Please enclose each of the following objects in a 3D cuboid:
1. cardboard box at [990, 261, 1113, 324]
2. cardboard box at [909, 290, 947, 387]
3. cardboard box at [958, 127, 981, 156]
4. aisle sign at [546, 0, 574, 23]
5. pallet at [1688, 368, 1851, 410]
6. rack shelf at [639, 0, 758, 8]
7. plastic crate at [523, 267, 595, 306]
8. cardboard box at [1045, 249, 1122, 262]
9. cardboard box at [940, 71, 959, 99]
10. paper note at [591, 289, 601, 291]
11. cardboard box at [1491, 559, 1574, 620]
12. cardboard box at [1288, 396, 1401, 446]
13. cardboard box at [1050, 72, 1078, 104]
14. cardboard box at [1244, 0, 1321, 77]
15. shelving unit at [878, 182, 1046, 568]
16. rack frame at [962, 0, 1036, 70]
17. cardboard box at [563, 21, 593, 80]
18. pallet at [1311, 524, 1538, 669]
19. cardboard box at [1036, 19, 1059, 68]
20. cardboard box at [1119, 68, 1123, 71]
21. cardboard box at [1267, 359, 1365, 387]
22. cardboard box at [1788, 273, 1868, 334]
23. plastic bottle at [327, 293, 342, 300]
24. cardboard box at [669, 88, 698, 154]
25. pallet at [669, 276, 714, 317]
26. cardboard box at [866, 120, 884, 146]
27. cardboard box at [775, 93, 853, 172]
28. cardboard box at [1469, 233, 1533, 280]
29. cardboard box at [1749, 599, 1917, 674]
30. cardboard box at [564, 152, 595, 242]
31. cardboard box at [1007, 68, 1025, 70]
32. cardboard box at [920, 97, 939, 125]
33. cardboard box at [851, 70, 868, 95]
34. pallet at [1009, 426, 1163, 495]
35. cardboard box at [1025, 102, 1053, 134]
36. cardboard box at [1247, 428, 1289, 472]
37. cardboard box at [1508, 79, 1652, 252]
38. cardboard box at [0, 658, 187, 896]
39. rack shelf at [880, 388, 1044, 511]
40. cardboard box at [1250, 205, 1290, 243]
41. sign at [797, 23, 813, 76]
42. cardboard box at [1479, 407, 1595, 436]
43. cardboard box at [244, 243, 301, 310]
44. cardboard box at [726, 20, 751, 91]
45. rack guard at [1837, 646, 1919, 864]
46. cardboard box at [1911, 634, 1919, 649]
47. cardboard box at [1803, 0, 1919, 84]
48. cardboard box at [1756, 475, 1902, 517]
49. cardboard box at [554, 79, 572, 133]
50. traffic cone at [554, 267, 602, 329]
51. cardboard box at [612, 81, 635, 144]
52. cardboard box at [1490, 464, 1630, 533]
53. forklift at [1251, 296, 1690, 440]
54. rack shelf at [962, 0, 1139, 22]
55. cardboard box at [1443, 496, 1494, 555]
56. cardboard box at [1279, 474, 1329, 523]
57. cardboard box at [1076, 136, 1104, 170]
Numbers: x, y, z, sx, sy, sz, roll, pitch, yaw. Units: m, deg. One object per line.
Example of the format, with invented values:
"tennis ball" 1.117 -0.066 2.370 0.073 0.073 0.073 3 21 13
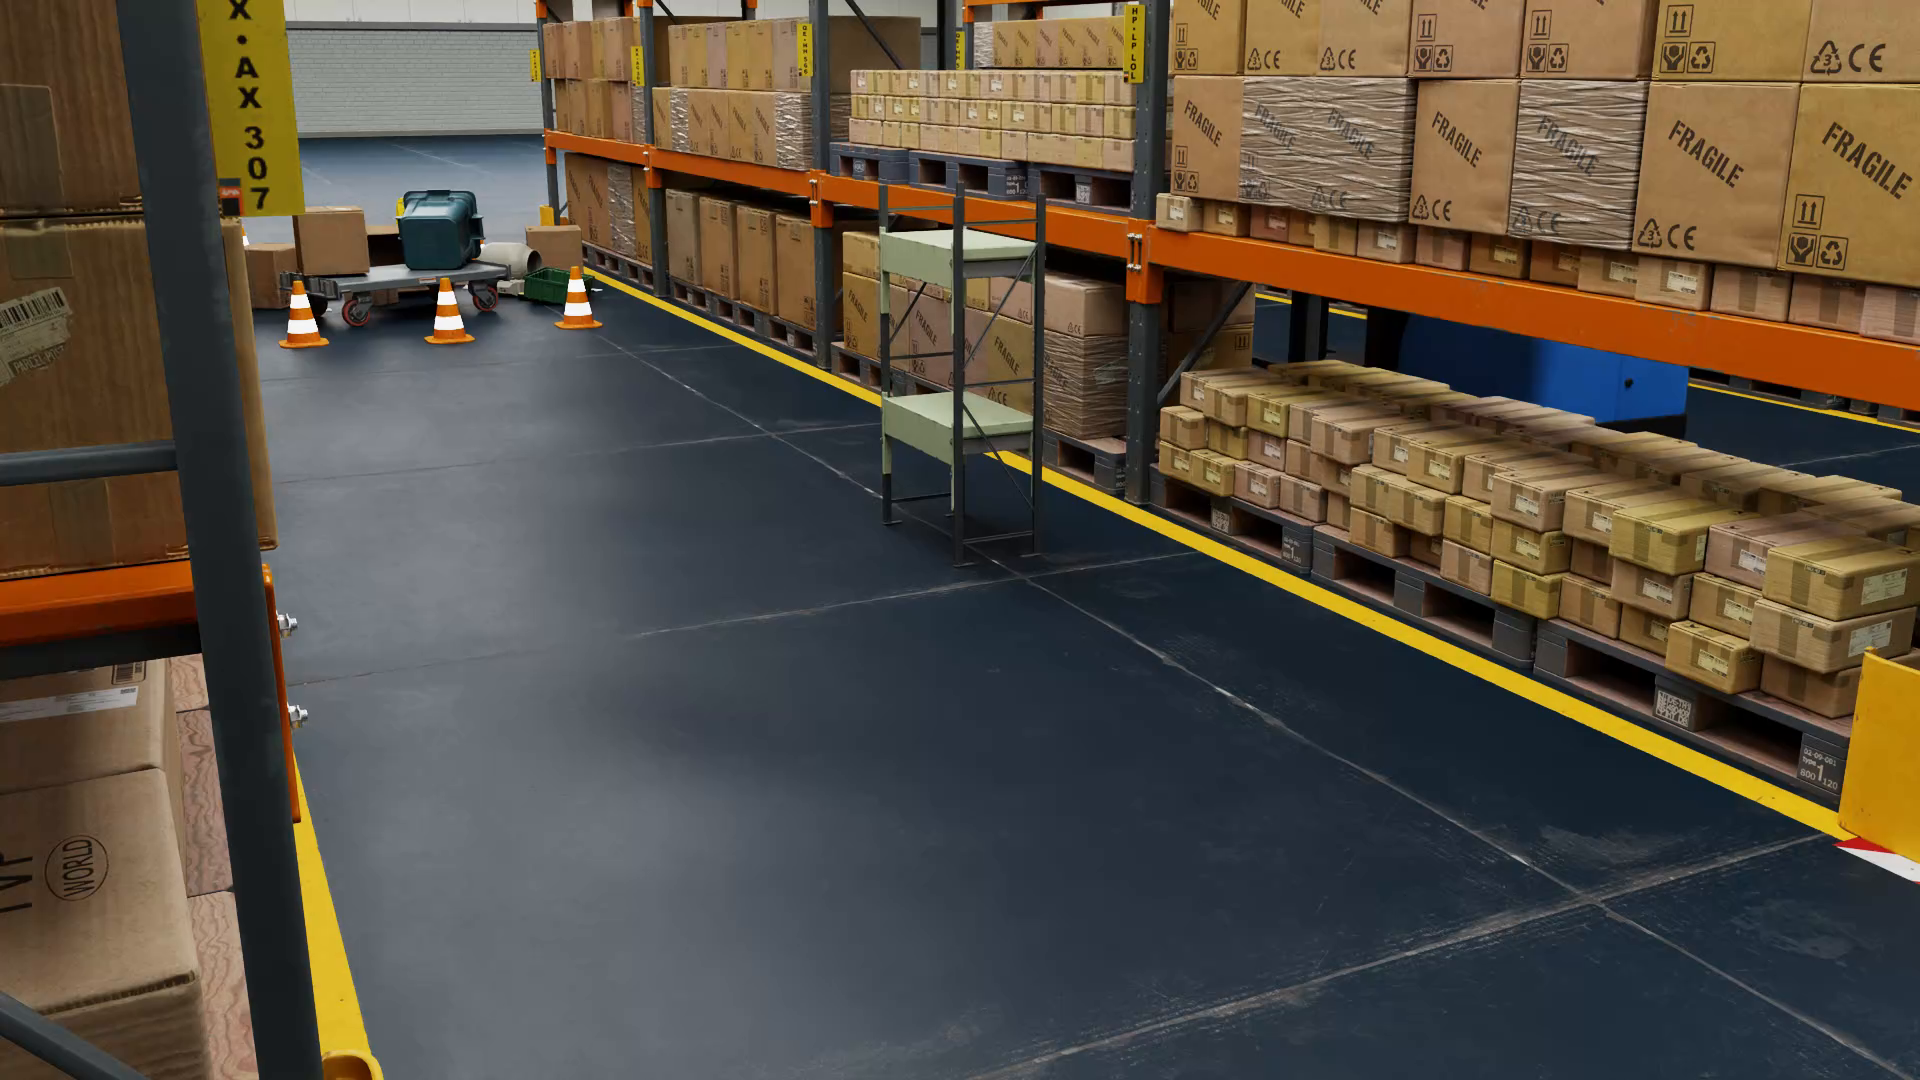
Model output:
"cardboard box" 0.488 -1.313 8.800 0.500 0.250 0.500 -7 17 -22
"cardboard box" 0.035 -1.204 9.780 0.500 0.500 0.500 -8 18 -26
"cardboard box" 0.212 -2.214 9.221 0.380 0.149 0.250 -8 18 -27
"aisle sign" -4.303 -5.876 17.575 0.394 0.787 0.004 -8 18 -25
"pallet" 5.352 -1.086 10.651 1.003 0.211 1.213 -8 18 -25
"rack shelf" -1.374 -4.253 12.500 1.077 0.370 4.000 -8 18 -25
"plastic crate" -3.504 -2.214 14.521 0.450 0.188 0.662 11 16 1
"cardboard box" 0.713 -1.504 9.465 0.500 0.250 0.500 -7 17 -23
"cardboard box" 0.108 -2.565 9.365 0.380 0.149 0.250 -7 17 -23
"paper note" -3.359 -2.283 15.151 0.142 0.020 0.147 7 17 23
"cardboard box" 2.059 0.143 5.722 0.380 0.149 0.250 -9 18 -27
"cardboard box" 1.576 -0.482 6.822 0.380 0.149 0.250 -8 18 -26
"cardboard box" 0.673 -2.243 8.245 0.380 0.149 0.250 -8 18 -27
"cardboard box" 1.474 -2.073 6.503 0.500 0.500 0.500 -8 18 -27
"shelving unit" -0.003 -0.723 7.050 0.431 1.500 0.755 -8 18 -25
"rack frame" 0.500 -5.219 20.000 1.000 3.000 0.127 -8 18 -25
"cardboard box" -3.428 -4.859 16.514 0.875 0.550 0.550 -8 18 -25
"pallet" 2.119 0.136 6.393 1.003 0.211 1.213 -8 18 -25
"cardboard box" 1.154 -5.350 17.921 0.500 0.500 0.500 -8 18 -25
"cardboard box" 2.111 -4.537 16.904 0.875 0.500 0.500 -8 18 -25
"cardboard box" 1.644 -0.730 7.685 0.380 0.149 0.250 -7 17 -23
"cardboard box" 2.535 -0.670 4.602 0.380 0.149 0.250 -8 18 -25
"plastic bottle" -5.535 -2.164 14.681 0.133 0.061 0.283 -5 17 -15
"cardboard box" -2.040 -3.413 13.525 0.500 0.500 0.500 -7 18 -24
"pallet" -1.844 -2.130 14.292 1.003 0.211 1.213 -8 18 -25
"cardboard box" -0.366 -2.540 10.359 0.380 0.149 0.250 -7 17 -22
"cardboard box" -0.937 -2.788 11.348 0.500 0.500 0.500 -8 18 -25
"cardboard box" 1.994 -0.997 5.743 0.380 0.149 0.250 -7 18 -24
"cardboard box" 2.519 0.252 4.804 0.380 0.149 0.250 -8 18 -26
"cardboard box" -3.646 -3.665 17.676 0.875 0.875 0.875 -8 18 -25
"cardboard box" 1.044 -5.161 19.077 0.875 0.500 0.500 -8 18 -25
"cardboard box" -0.007 -2.484 9.623 0.380 0.149 0.250 -8 18 -25
"cardboard box" -0.468 -2.889 10.496 0.380 0.149 0.250 -8 18 -25
"pallet" 0.912 -0.522 8.687 1.003 0.211 1.213 -8 18 -25
"cardboard box" 0.556 -2.163 8.503 0.380 0.149 0.250 -8 18 -27
"cardboard box" 1.456 -0.407 7.100 0.380 0.149 0.250 -8 18 -25
"cardboard box" 2.127 -1.202 5.280 0.500 0.500 0.500 -8 18 -25
"cardboard box" -2.186 0.598 3.613 0.875 0.438 0.875 -7 17 -23
"rack shelf" -0.003 -0.409 7.139 0.431 0.370 0.720 -8 18 -25
"cardboard box" 1.428 -1.324 6.882 0.380 0.149 0.250 -9 18 -27
"sign" -0.995 -3.150 10.690 0.100 0.325 0.005 -8 18 -25
"cardboard box" 2.282 -0.416 6.589 0.380 0.149 0.250 -8 18 -27
"cardboard box" -5.902 -2.260 14.214 0.500 0.500 0.500 4 16 13
"cardboard box" -1.359 -3.681 12.647 0.700 0.500 0.500 -8 18 -25
"rack guard" 2.974 0.505 4.584 1.175 0.500 0.348 -8 18 -25
"cardboard box" 3.065 0.322 5.096 0.380 0.149 0.250 -7 18 -24
"cardboard box" 2.583 -1.433 4.272 0.500 0.500 0.500 -8 18 -26
"cardboard box" 2.859 -0.098 5.482 0.380 0.149 0.250 -8 18 -25
"cardboard box" -3.799 -4.630 17.676 0.875 0.550 0.550 -8 18 -25
"traffic cone" -3.020 -1.919 13.098 0.336 0.463 0.334 -8 18 -25
"cardboard box" -2.684 -3.949 15.301 0.875 0.550 0.550 -8 18 -25
"cardboard box" 2.037 -0.146 5.648 0.380 0.149 0.250 -7 17 -23
"forklift" 2.619 -2.072 9.157 1.130 2.935 3.031 -7 17 -22
"rack shelf" 1.377 -5.819 17.957 1.077 0.370 4.000 -8 18 -25
"cardboard box" 1.956 -0.070 5.923 0.380 0.149 0.250 -7 17 -22
"cardboard box" 1.553 -0.194 6.894 0.380 0.149 0.250 -8 18 -26
"cardboard box" 0.788 -1.889 8.091 0.380 0.149 0.250 -8 18 -25
